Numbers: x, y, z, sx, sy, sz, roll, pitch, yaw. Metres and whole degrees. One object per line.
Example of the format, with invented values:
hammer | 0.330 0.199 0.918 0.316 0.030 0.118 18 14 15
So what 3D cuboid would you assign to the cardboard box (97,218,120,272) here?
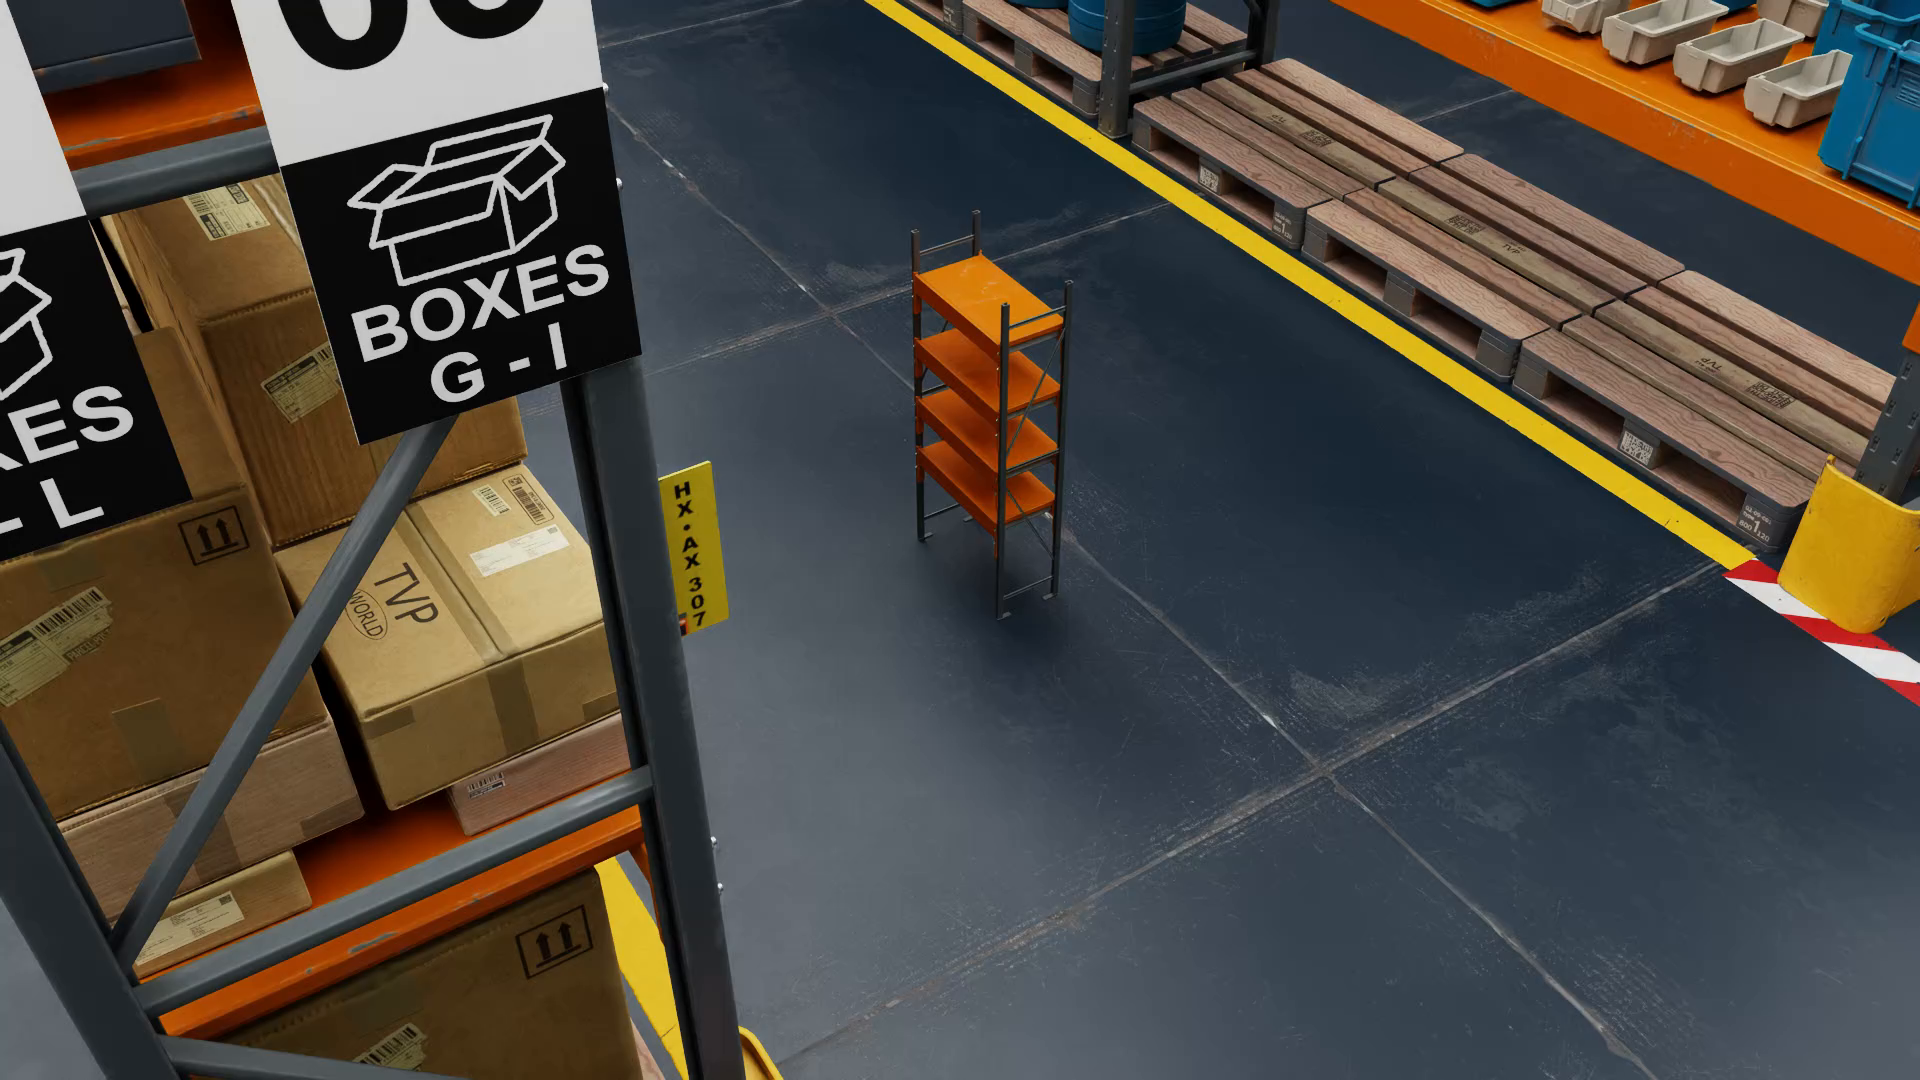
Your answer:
cardboard box | -2.035 -0.942 4.423 0.500 0.250 0.500 -21 44 -24

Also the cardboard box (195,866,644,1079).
cardboard box | -1.309 0.908 3.649 0.875 0.875 0.875 -22 45 -24

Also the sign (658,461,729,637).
sign | -0.427 0.020 2.644 0.100 0.325 0.005 -22 45 -24

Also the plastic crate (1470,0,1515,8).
plastic crate | 1.958 -2.113 6.026 0.416 0.233 0.300 -22 45 -24

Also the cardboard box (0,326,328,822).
cardboard box | -1.381 0.054 2.641 0.500 0.500 0.500 -22 44 -24

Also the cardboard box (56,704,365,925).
cardboard box | -1.382 0.344 2.878 0.500 0.250 0.500 -23 45 -25

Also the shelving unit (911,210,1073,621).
shelving unit | 0.089 -0.372 5.259 0.258 1.200 0.503 -22 45 -24

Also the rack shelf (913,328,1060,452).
rack shelf | 0.089 -0.492 5.159 0.258 0.148 0.480 -22 45 -24

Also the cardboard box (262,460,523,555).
cardboard box | -1.213 -0.116 3.430 0.500 0.250 0.500 -23 45 -25

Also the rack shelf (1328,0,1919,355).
rack shelf | 2.203 -1.937 6.293 1.077 0.370 4.000 -22 45 -24

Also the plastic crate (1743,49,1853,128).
plastic crate | 2.687 -1.433 5.286 0.396 0.136 0.243 -22 45 -24

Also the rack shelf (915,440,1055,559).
rack shelf | 0.089 -0.167 5.429 0.258 0.148 0.480 -22 45 -24

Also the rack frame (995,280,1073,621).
rack frame | 0.220 -0.240 5.101 0.240 1.200 0.015 -22 45 -24

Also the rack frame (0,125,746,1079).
rack frame | -0.901 0.572 2.720 0.949 2.616 0.053 -22 45 -24

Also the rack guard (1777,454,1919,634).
rack guard | 3.302 -0.165 5.557 1.175 0.500 0.348 -22 45 -24

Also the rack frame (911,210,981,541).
rack frame | -0.042 -0.503 5.417 0.240 1.200 0.015 -22 45 -24

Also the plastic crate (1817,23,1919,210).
plastic crate | 2.941 -1.287 4.876 0.616 0.435 0.499 -22 45 -24

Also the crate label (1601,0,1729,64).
crate label | 2.373 -1.737 5.650 0.396 0.136 0.243 -22 45 -24

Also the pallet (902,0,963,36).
pallet | 0.088 -3.311 9.559 1.003 0.211 1.213 -22 45 -24

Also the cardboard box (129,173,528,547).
cardboard box | -1.197 -0.395 3.180 0.500 0.500 0.500 -23 45 -25

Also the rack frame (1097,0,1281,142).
rack frame | 1.127 -3.293 7.358 1.000 3.000 0.127 -22 45 -24

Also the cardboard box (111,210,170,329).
cardboard box | -1.481 -0.673 3.513 0.500 0.500 0.500 -23 45 -26

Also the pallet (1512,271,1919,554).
pallet | 2.867 -0.521 6.210 1.003 0.211 1.213 -22 45 -24

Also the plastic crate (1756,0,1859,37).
plastic crate | 2.956 -1.870 5.810 0.250 0.136 0.298 -22 45 -24

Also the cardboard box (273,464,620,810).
cardboard box | -0.928 0.163 3.097 0.500 0.250 0.500 -23 45 -25

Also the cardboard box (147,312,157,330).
cardboard box | -1.481 -0.388 3.757 0.500 0.250 0.500 -24 45 -26

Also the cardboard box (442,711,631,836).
cardboard box | -0.811 0.363 3.168 0.380 0.149 0.250 -22 44 -24

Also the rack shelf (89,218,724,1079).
rack shelf | -1.973 -0.232 4.247 1.077 0.370 4.000 -22 45 -24

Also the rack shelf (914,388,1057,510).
rack shelf | 0.089 -0.320 5.302 0.258 0.148 0.480 -22 45 -24

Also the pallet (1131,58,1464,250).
pallet | 1.555 -1.838 7.791 1.003 0.211 1.213 -22 45 -24

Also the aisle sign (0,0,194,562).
aisle sign | -1.112 -0.285 1.719 0.394 0.787 0.004 -22 45 -24

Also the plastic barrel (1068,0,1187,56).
plastic barrel | 0.849 -2.947 8.255 0.600 0.901 0.708 -22 45 -24

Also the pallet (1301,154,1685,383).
pallet | 2.216 -1.179 7.000 1.003 0.211 1.213 -22 45 -24

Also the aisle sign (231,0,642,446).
aisle sign | -0.606 -0.492 1.966 0.394 0.787 0.004 -22 45 -24

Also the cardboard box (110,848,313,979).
cardboard box | -1.367 0.589 2.896 0.380 0.149 0.250 -21 44 -24

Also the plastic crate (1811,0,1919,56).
plastic crate | 3.069 -1.694 5.524 0.416 0.233 0.300 -22 45 -24

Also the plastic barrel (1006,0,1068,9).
plastic barrel | 0.468 -3.329 8.714 0.600 0.901 0.708 -22 45 -24

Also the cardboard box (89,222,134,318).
cardboard box | -2.212 -0.484 3.872 0.500 0.250 0.500 -22 45 -24

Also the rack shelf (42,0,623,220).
rack shelf | -1.973 -1.384 3.287 1.077 0.370 4.000 -22 45 -24

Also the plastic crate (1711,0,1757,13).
plastic crate | 2.715 -2.050 5.950 0.416 0.233 0.300 -22 45 -24

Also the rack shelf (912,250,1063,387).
rack shelf | 0.089 -0.673 5.007 0.258 0.148 0.480 -22 45 -24

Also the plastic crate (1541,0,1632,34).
plastic crate | 2.198 -1.890 5.834 0.298 0.136 0.250 -22 45 -24

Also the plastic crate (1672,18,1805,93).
plastic crate | 2.543 -1.595 5.480 0.396 0.136 0.243 -22 45 -24

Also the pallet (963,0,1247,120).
pallet | 0.748 -2.652 8.768 1.003 0.211 1.213 -22 45 -24

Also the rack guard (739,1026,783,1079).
rack guard | -0.885 1.545 3.506 1.175 0.500 0.348 -22 45 -24

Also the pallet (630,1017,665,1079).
pallet | -1.394 1.238 4.100 1.003 0.211 1.213 -22 45 -24

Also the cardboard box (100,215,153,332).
cardboard box | -1.766 -0.668 4.093 0.500 0.250 0.500 -23 45 -25

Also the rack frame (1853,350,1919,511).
rack frame | 3.278 -1.134 4.767 1.000 3.000 0.127 -22 45 -24

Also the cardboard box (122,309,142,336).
cardboard box | -1.928 -0.204 3.537 0.500 0.250 0.500 -24 45 -26
